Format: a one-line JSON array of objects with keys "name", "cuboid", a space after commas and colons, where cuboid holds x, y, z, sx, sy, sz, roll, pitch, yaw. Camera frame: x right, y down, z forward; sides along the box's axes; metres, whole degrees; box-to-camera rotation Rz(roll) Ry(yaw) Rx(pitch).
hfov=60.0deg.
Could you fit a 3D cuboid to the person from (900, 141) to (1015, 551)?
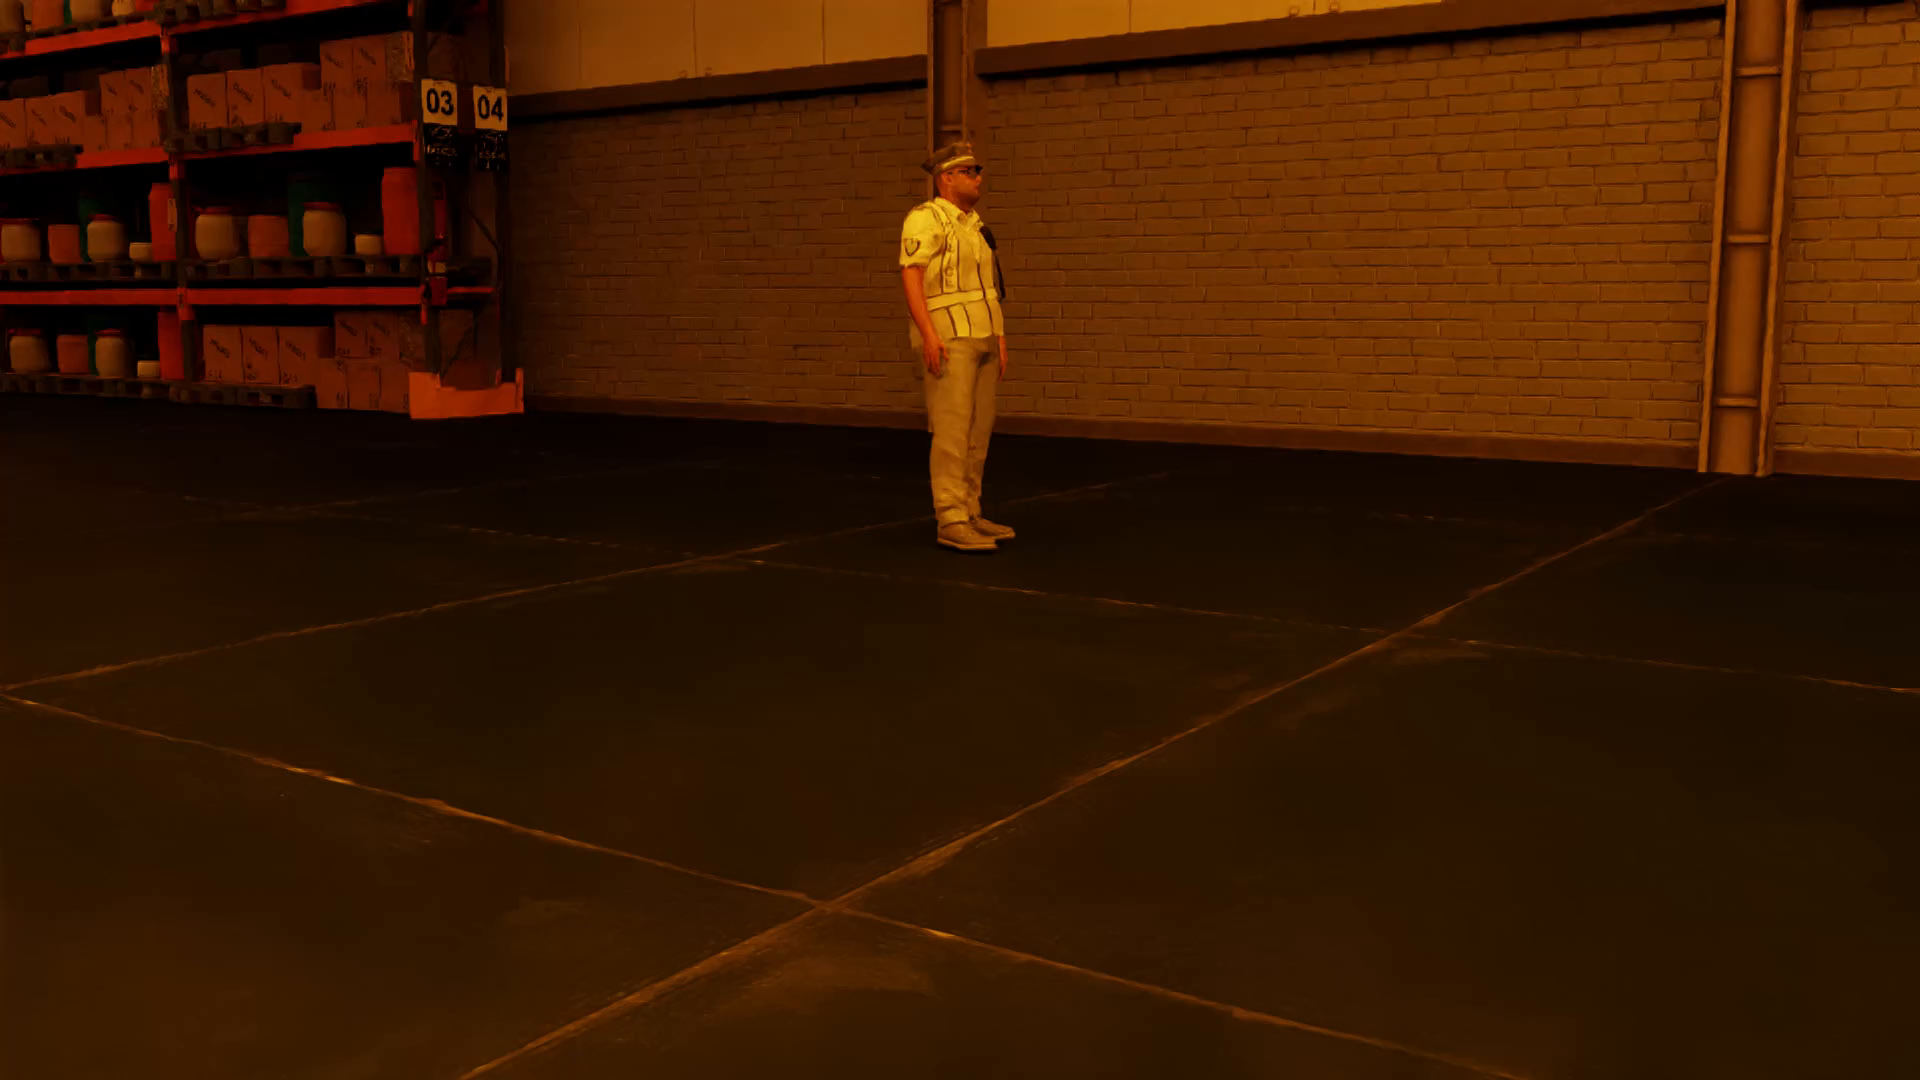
[{"name": "person", "cuboid": [0.058, -0.881, 7.424, 0.574, 1.778, 0.640, 5, 10, 34]}]
